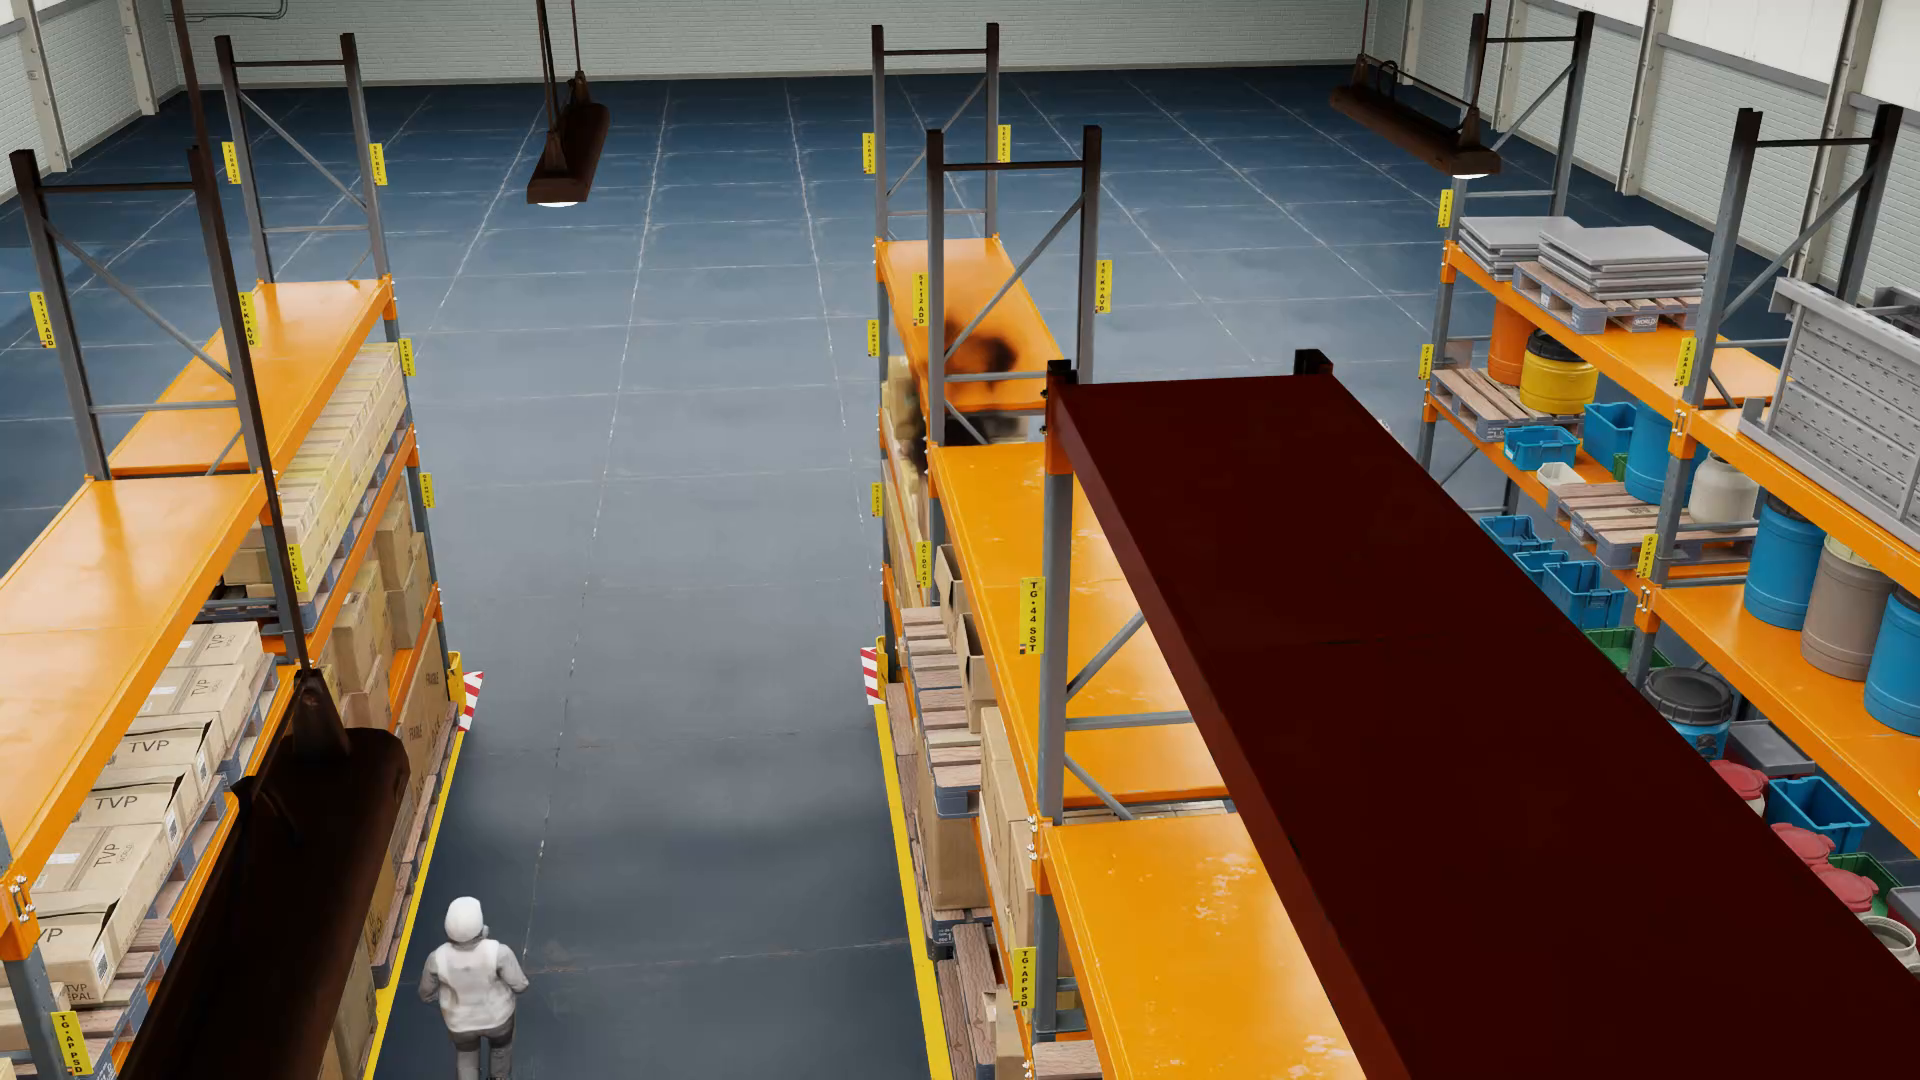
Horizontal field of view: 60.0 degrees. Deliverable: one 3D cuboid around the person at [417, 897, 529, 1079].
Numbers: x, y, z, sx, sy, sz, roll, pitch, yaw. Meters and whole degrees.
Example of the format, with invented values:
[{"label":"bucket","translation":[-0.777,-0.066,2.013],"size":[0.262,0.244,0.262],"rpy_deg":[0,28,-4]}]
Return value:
[{"label":"person","translation":[-2.987,2.942,10.338],"size":[0.657,1.720,0.612],"rpy_deg":[-4,26,-9]}]
